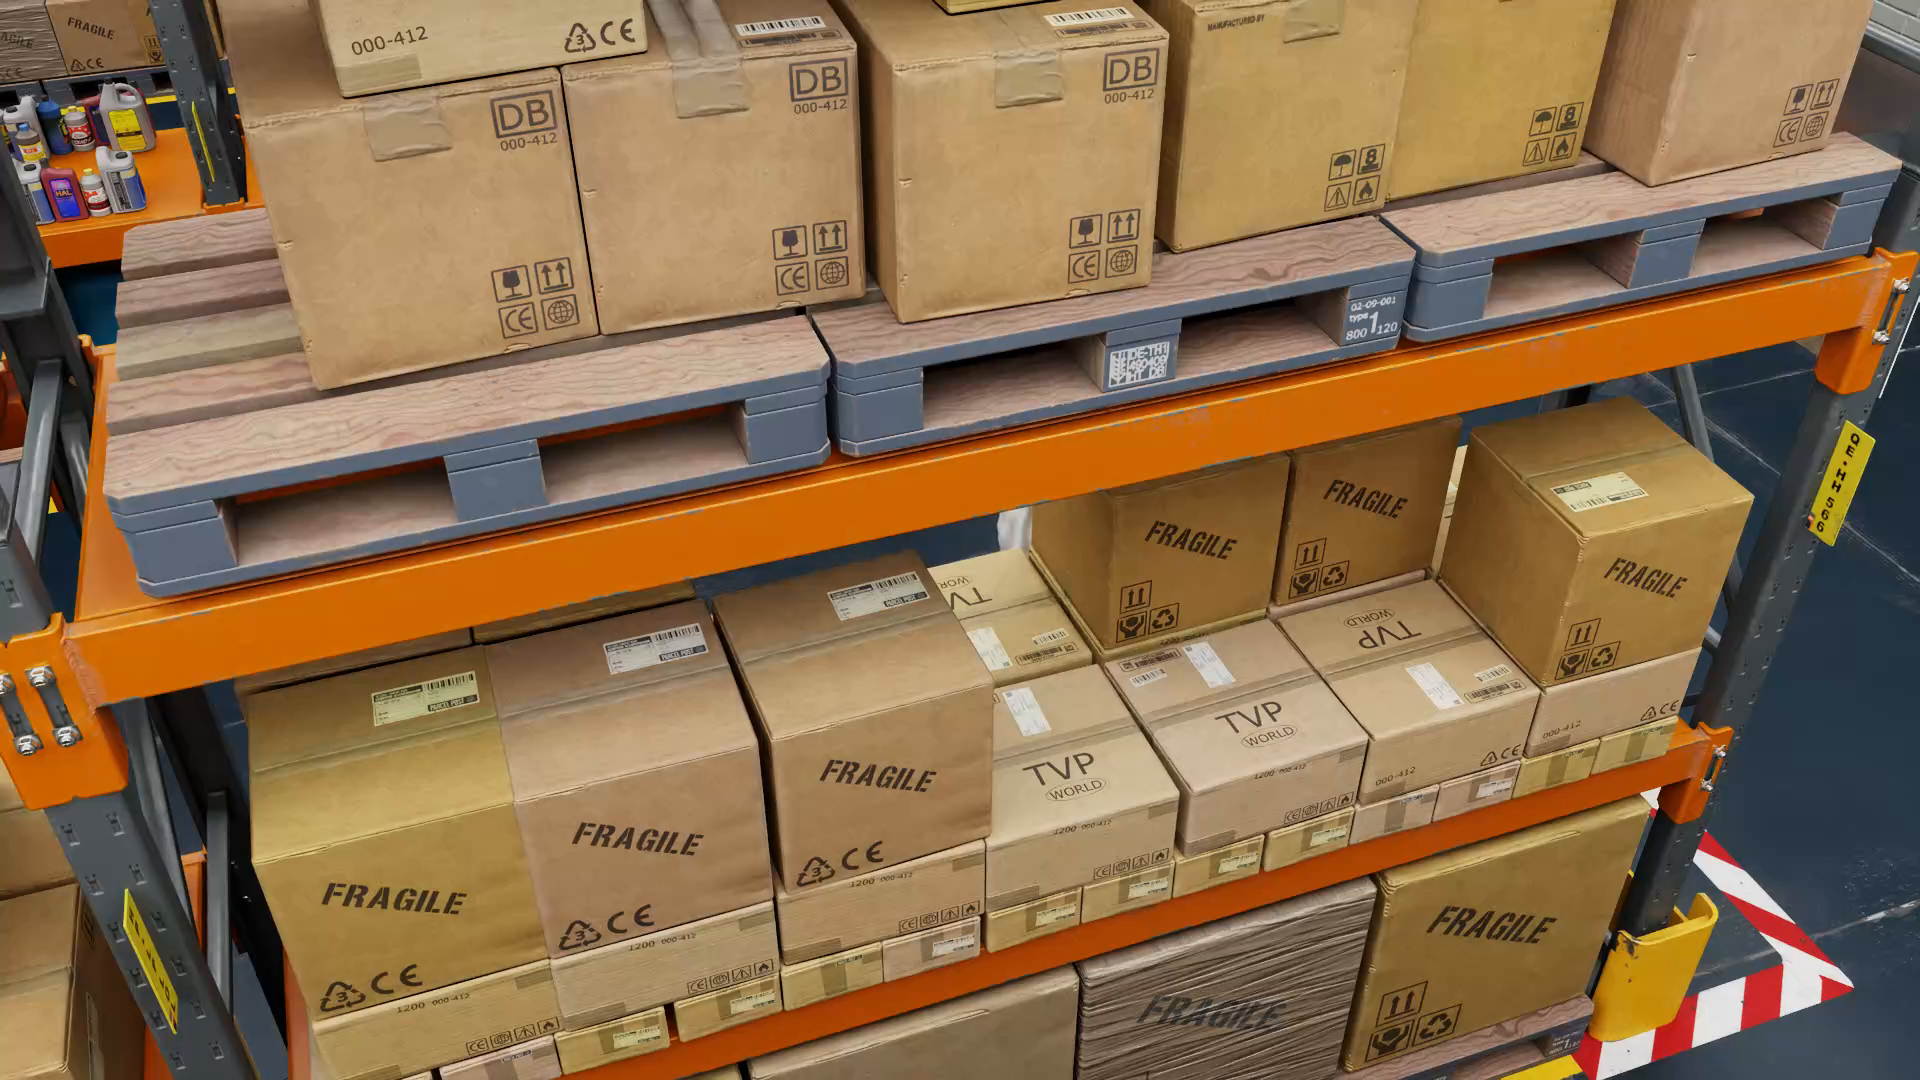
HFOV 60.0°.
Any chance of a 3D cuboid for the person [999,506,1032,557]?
[{"bbox_3d":[0.389,0.064,6.045,0.463,1.771,0.580,-13,39,-16],"label":"person"}]
